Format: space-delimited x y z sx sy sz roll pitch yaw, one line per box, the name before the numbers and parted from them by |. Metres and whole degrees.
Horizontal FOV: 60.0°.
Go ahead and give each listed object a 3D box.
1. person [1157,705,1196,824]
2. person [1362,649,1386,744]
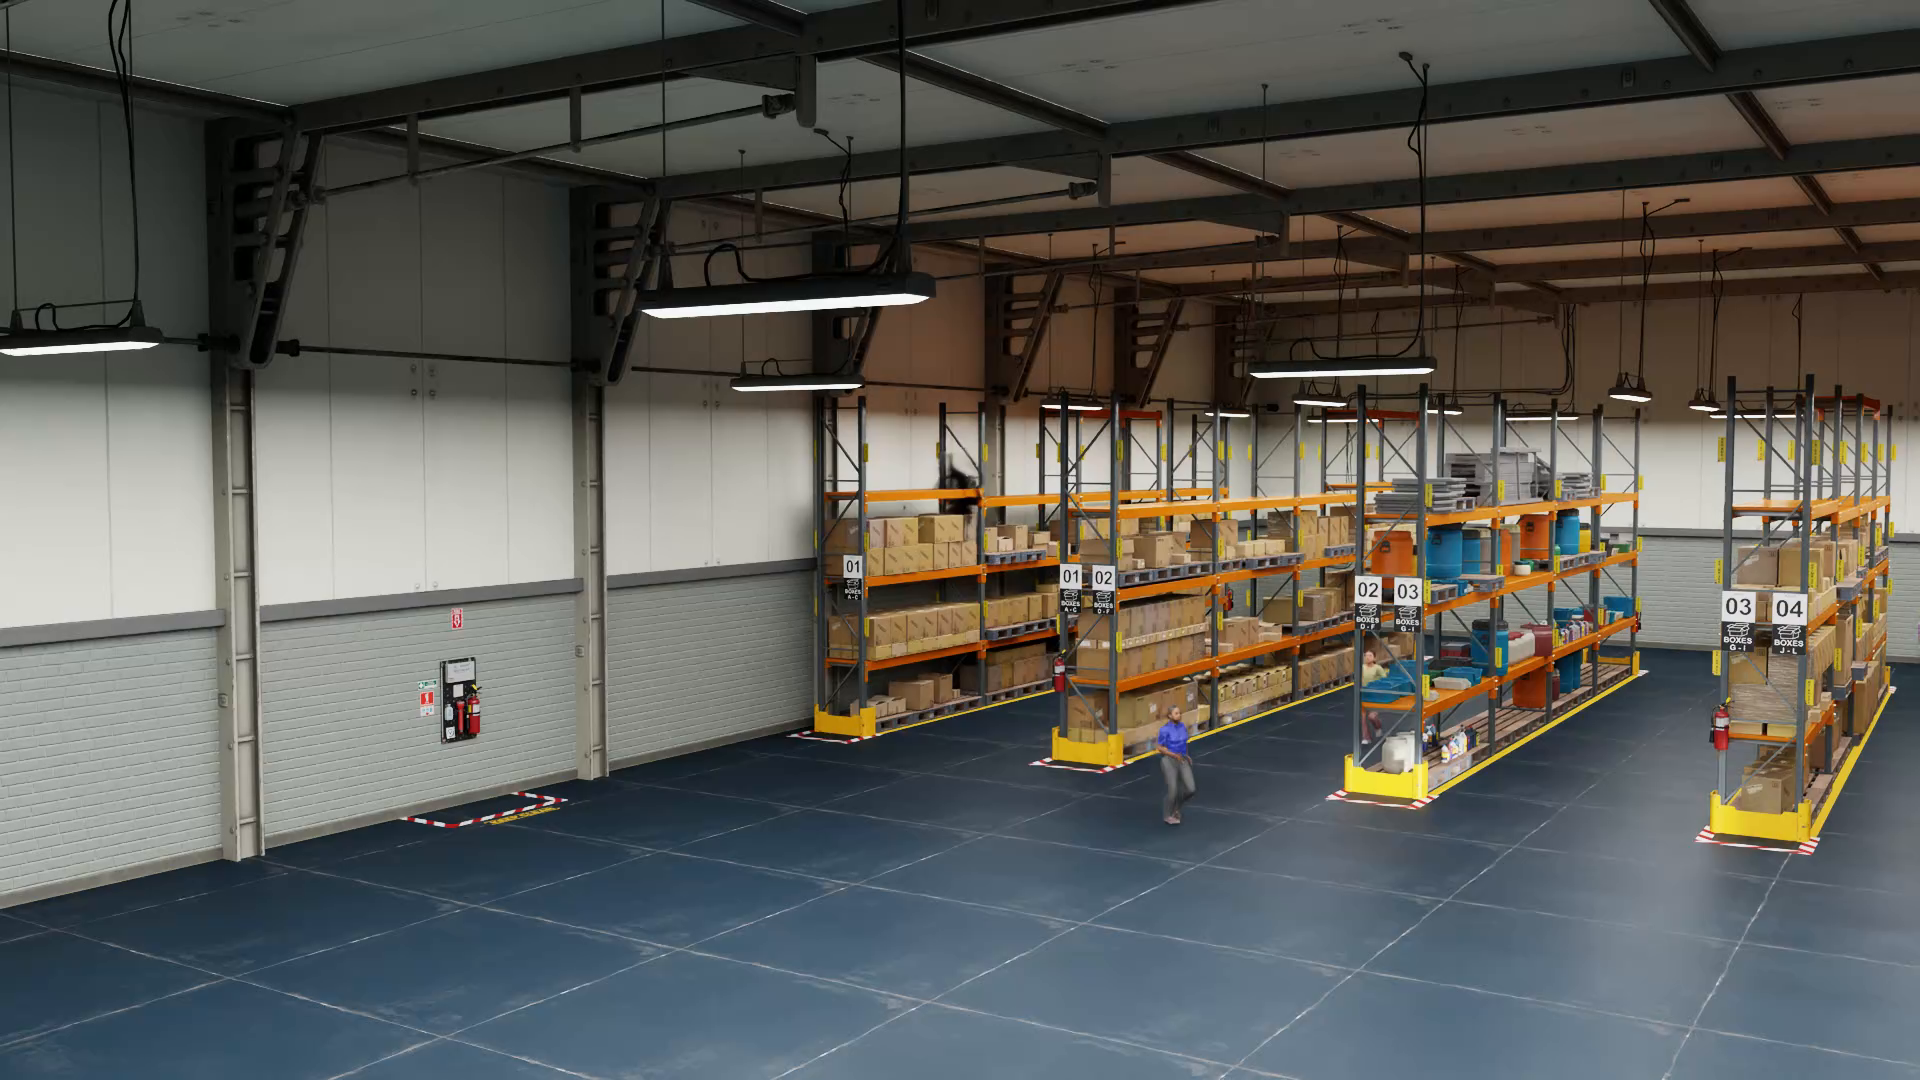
person | 2.919 3.015 22.277 0.548 1.610 0.558 -2 3 -29
person | 7.048 2.684 28.607 0.578 1.614 0.589 2 4 35
